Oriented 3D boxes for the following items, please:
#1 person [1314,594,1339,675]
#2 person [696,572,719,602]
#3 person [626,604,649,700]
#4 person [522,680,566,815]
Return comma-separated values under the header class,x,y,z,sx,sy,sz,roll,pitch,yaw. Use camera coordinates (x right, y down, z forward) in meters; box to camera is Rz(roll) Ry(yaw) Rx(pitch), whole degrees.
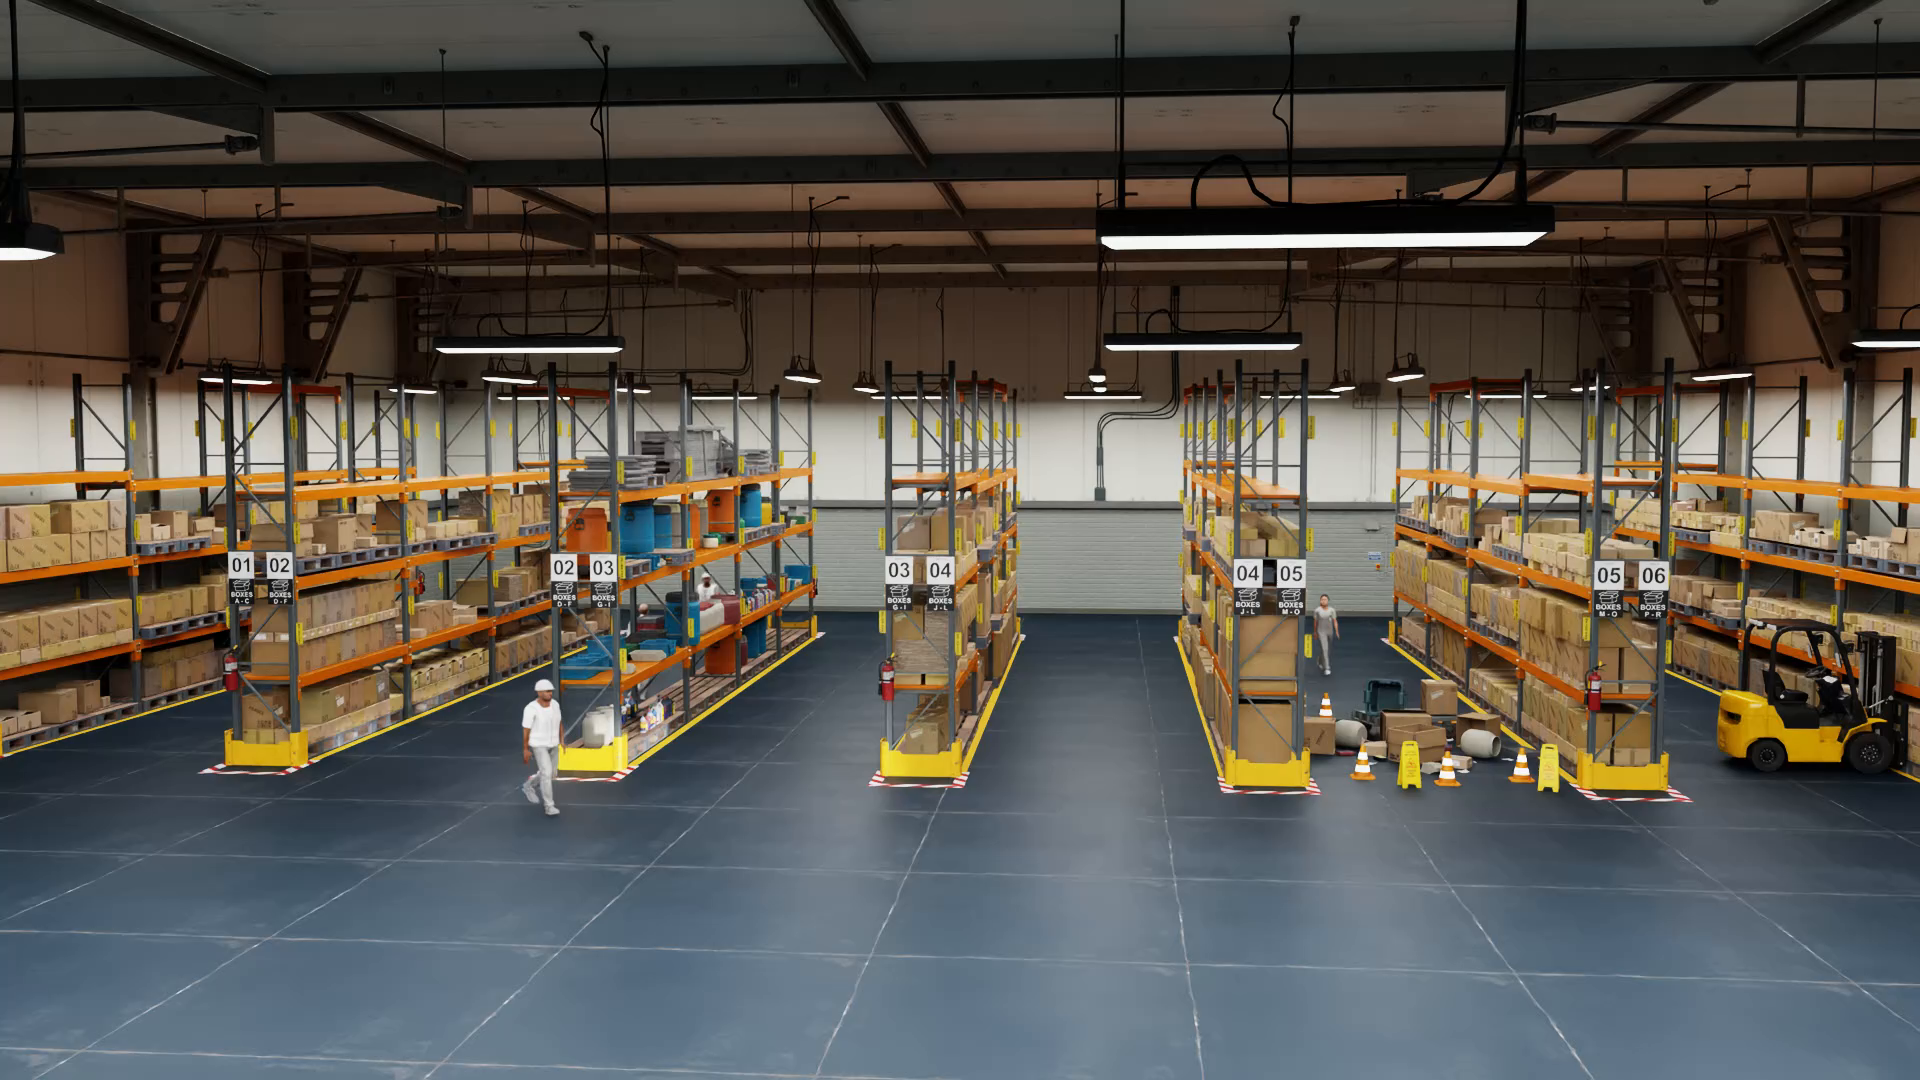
class,x,y,z,sx,sy,sz,roll,pitch,yaw
person,7.523,1.921,34.241,0.437,1.622,1.033,-1,4,-10
person,-5.829,1.604,38.083,0.662,1.720,1.039,0,4,6
person,-5.912,2.076,30.865,0.621,1.774,0.571,-1,4,-11
person,-5.472,2.694,21.849,0.908,1.740,0.630,3,5,35
